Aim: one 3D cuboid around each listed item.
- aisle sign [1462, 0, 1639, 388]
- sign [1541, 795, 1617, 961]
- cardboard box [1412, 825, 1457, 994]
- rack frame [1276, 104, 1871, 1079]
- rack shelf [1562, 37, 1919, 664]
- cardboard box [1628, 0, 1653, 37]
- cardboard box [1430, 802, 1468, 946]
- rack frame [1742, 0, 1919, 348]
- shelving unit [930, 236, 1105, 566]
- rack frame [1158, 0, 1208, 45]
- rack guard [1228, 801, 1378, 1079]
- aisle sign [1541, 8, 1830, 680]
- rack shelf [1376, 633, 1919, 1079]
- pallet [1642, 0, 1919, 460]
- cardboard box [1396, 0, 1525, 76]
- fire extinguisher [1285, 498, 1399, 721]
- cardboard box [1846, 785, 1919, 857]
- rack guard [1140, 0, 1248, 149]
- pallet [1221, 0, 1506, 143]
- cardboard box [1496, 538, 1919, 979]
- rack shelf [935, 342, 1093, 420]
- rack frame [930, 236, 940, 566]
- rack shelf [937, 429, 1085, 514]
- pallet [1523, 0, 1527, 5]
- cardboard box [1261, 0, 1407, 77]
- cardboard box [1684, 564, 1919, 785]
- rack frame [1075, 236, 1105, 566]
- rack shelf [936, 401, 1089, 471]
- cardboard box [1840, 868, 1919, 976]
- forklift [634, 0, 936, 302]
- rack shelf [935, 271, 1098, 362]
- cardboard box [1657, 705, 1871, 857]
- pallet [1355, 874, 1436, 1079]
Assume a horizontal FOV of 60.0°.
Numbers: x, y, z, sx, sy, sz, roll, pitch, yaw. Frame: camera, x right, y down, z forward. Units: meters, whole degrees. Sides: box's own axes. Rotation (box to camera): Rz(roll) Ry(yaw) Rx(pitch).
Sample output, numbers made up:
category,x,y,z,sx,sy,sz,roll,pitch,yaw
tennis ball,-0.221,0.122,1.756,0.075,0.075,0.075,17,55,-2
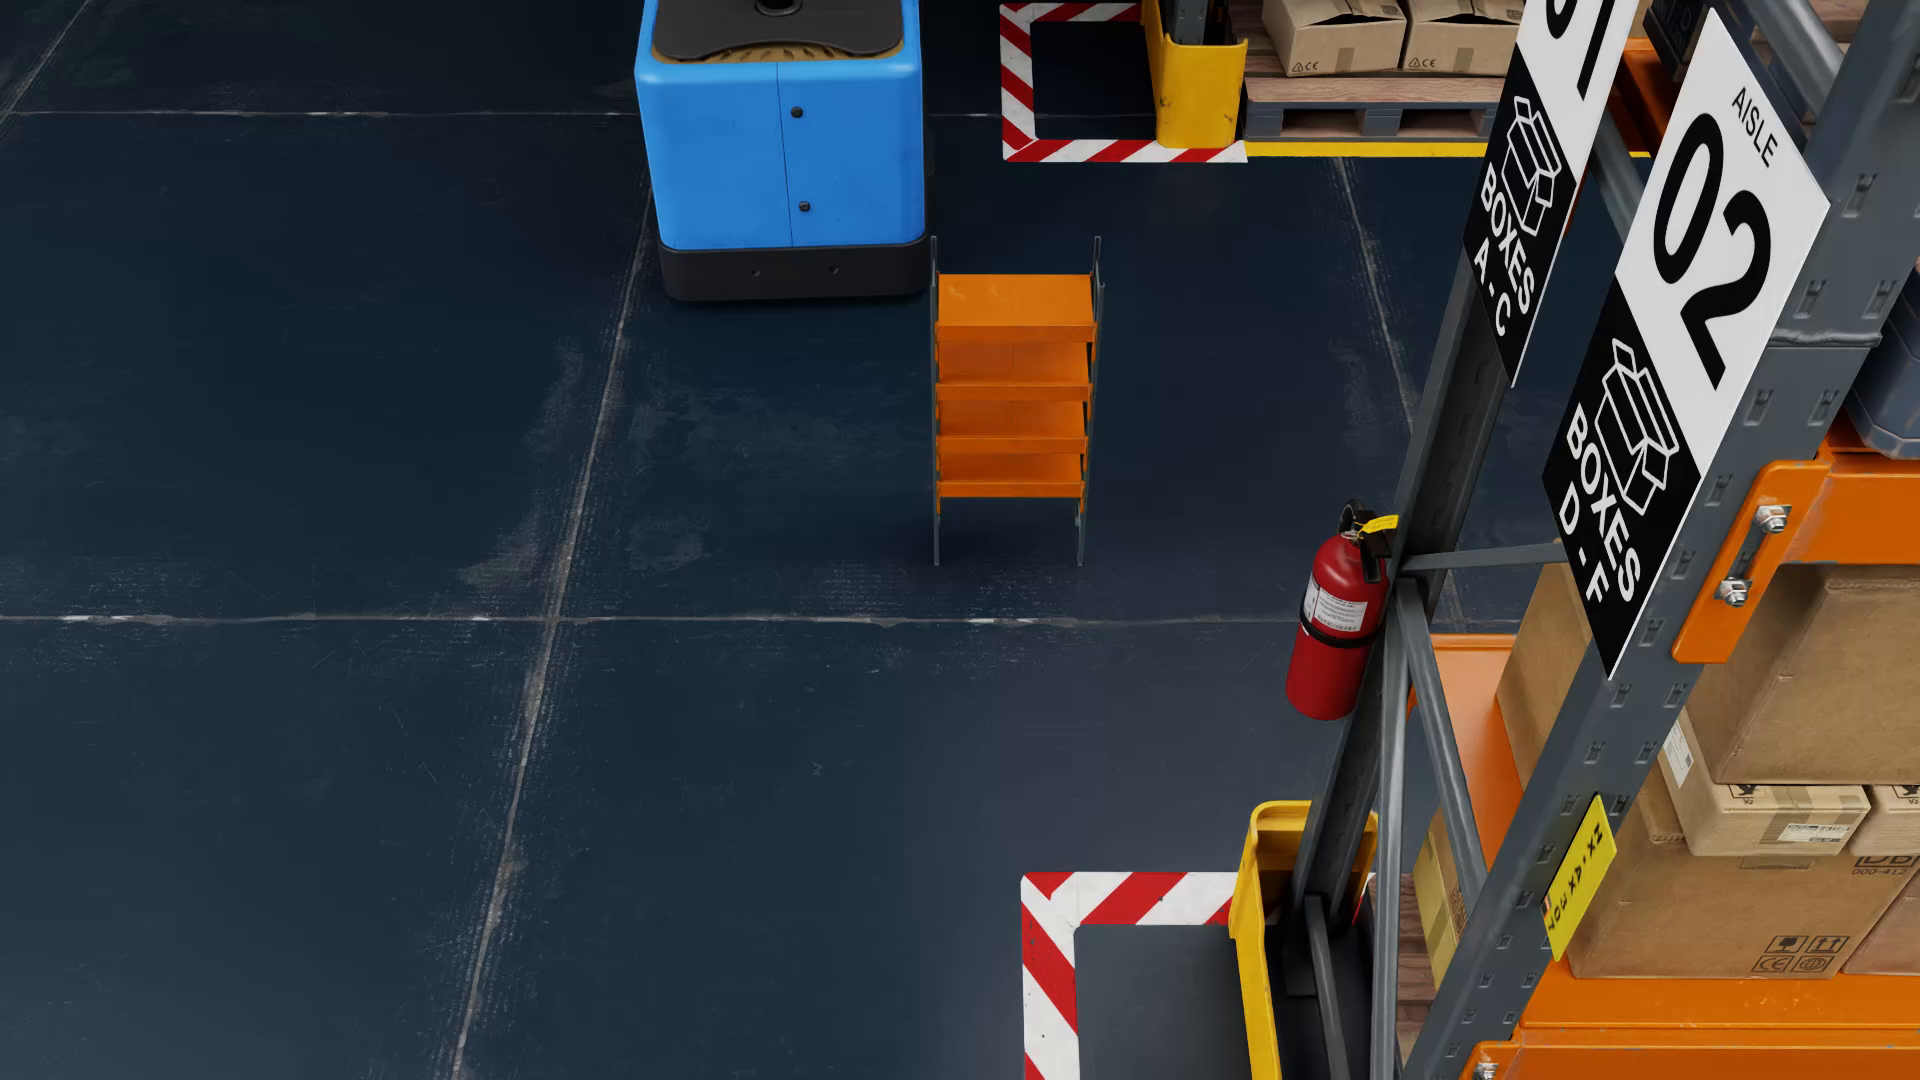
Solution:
category,x,y,z,sx,sy,sz,roll,pitch,yaw
aisle sign,0.895,-0.659,2.538,0.004,0.787,0.394,0,47,0
sign,0.951,0.526,2.566,0.005,0.325,0.100,0,47,0
cardboard box,1.497,1.021,4.342,0.500,0.250,0.500,0,47,0
rack frame,0.959,0.442,3.290,0.127,3.000,1.000,0,47,0
rack shelf,2.959,-0.330,2.450,4.000,0.370,1.077,0,47,0
cardboard box,2.969,-2.375,7.318,0.500,0.500,0.700,-3,47,-2
cardboard box,1.497,0.764,4.069,0.500,0.500,0.500,0,47,0
rack frame,0.959,-1.602,1.094,0.127,3.000,1.000,0,47,0
shelving unit,0.166,-0.408,5.310,0.503,1.200,0.258,0,47,0
rack frame,0.974,-3.184,6.665,0.127,3.000,1.000,0,47,0
rack guard,0.935,1.293,4.205,0.348,0.500,1.175,0,47,0
aisle sign,0.893,-0.220,2.129,0.004,0.787,0.394,0,47,0
rack shelf,2.959,0.692,3.548,4.000,0.370,1.077,0,47,0
pallet,1.666,-0.529,2.205,1.213,0.211,1.003,0,47,0
cardboard box,2.236,-2.349,7.423,0.500,0.311,0.500,4,47,3
fire extinguisher,0.843,0.128,3.635,0.183,0.674,0.296,0,47,0
cardboard box,1.615,0.344,2.869,0.250,0.149,0.380,-1,47,-1
rack guard,1.050,-2.332,7.579,0.348,0.500,1.175,0,47,0
pallet,1.862,-2.206,7.659,1.213,0.211,1.003,0,47,0
cardboard box,1.426,0.418,3.243,0.500,0.500,0.700,0,47,0
rack shelf,0.166,-0.515,5.196,0.480,0.148,0.258,0,47,0
rack frame,-0.078,-0.409,5.311,0.015,1.200,0.240,0,47,0
rack shelf,0.166,-0.227,5.505,0.480,0.148,0.258,0,47,0
pallet,3.079,-2.200,7.654,1.213,0.211,1.003,0,47,0
cardboard box,1.666,-2.350,7.425,0.500,0.311,0.500,-5,47,-4
cardboard box,1.479,-0.024,2.768,0.500,0.500,0.700,0,47,0
rack frame,0.410,-0.408,5.310,0.015,1.200,0.240,0,47,0
rack shelf,0.166,-0.363,5.360,0.480,0.148,0.258,0,47,0
cardboard box,1.951,0.416,3.245,0.500,0.500,0.700,1,47,1
forklift,-0.714,-3.006,6.546,1.130,2.935,3.031,-2,47,-2
rack shelf,0.166,-0.676,5.023,0.480,0.148,0.258,0,47,0
cardboard box,1.351,0.345,2.868,0.250,0.149,0.380,0,47,0
pallet,1.724,1.363,4.337,1.213,0.211,1.003,0,47,0
